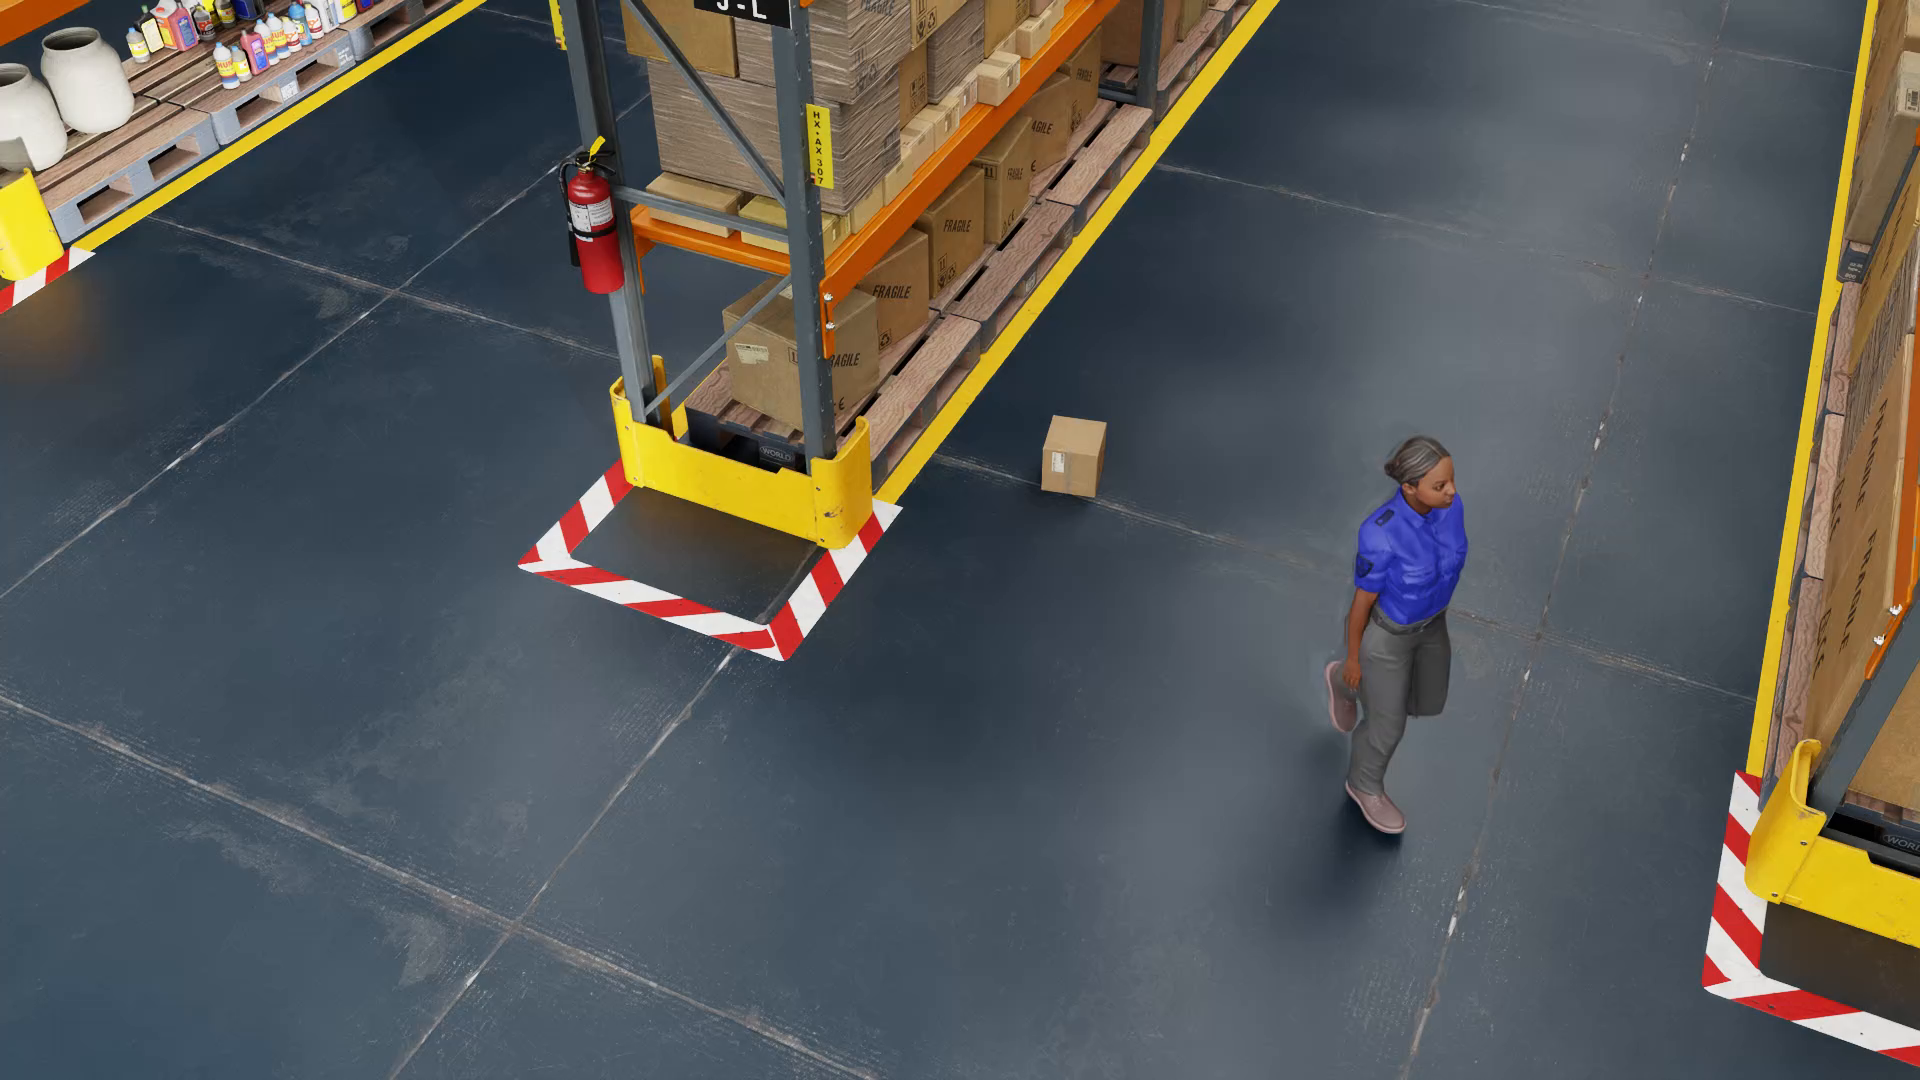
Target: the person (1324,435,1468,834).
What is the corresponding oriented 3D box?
[{"bbox_3d":[1.511,0.290,5.819,0.460,1.631,0.619,-25,48,-25],"label":"person"}]
